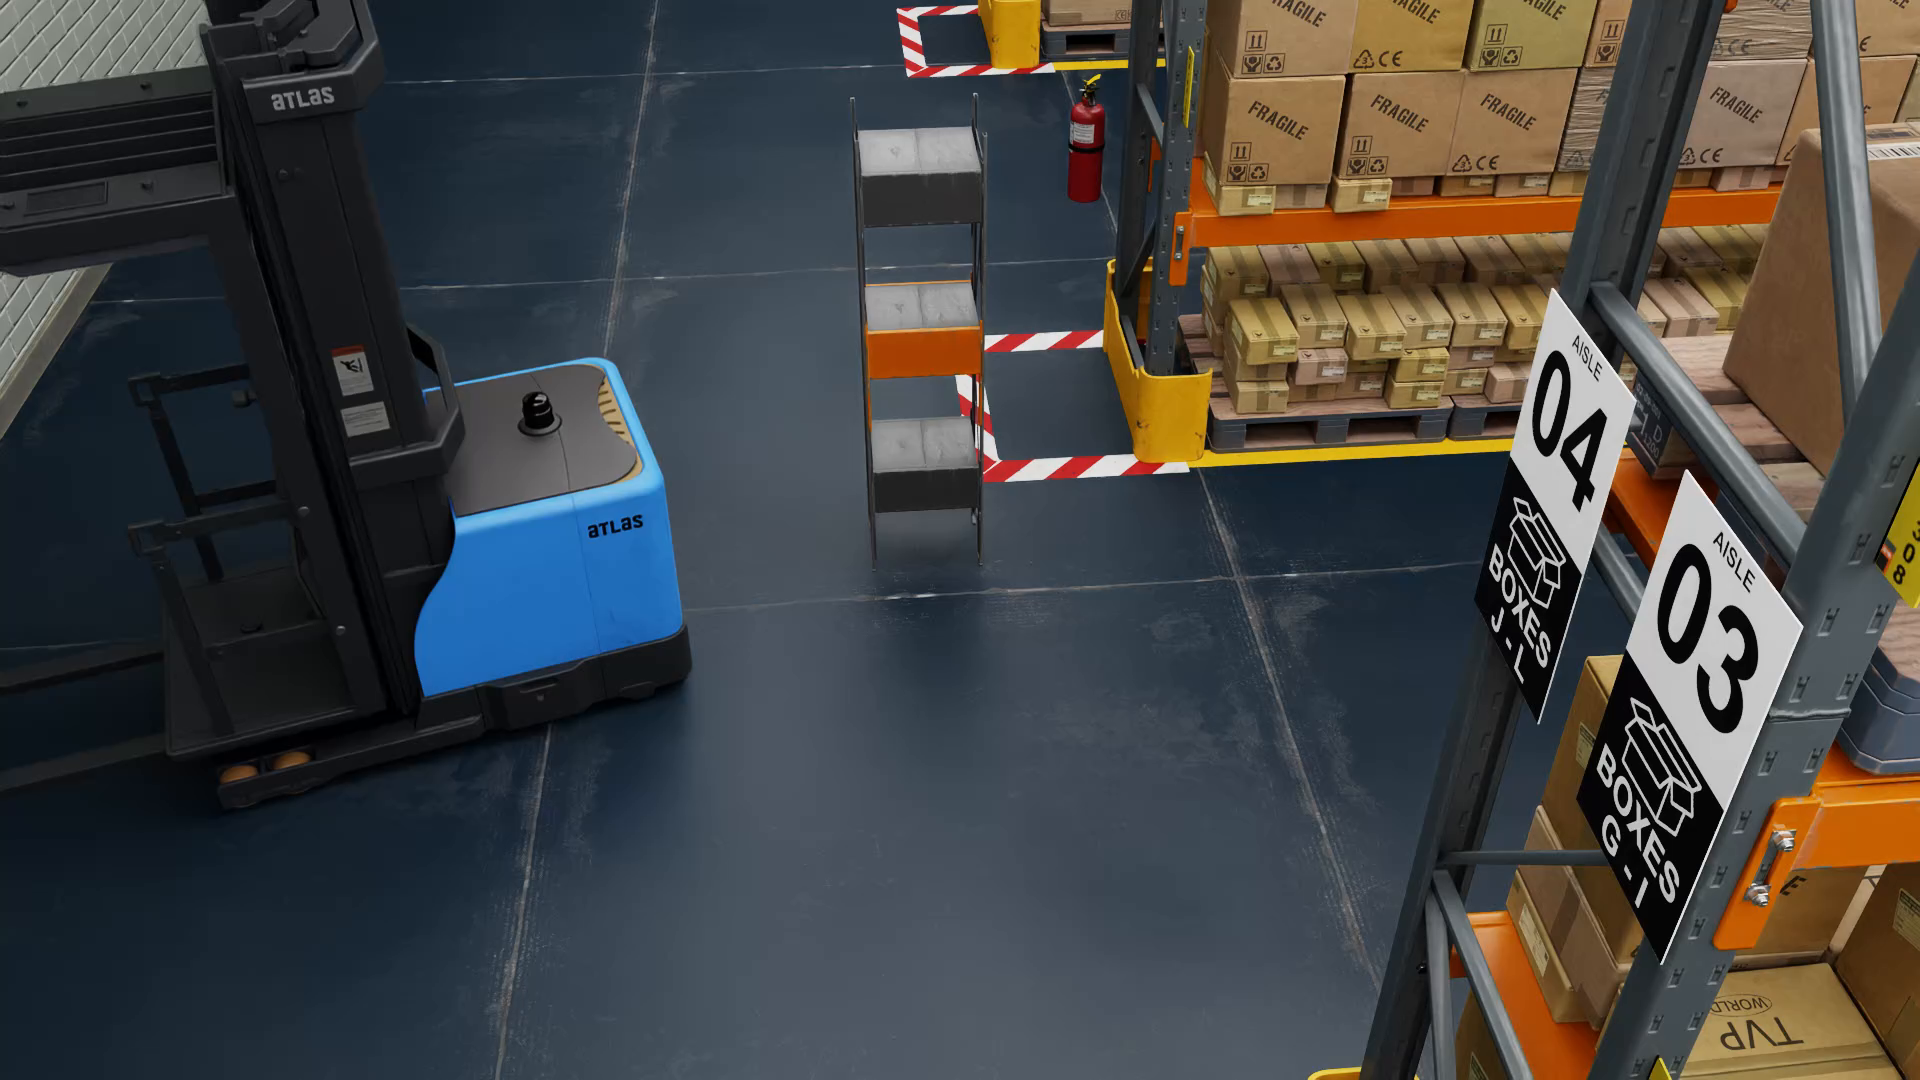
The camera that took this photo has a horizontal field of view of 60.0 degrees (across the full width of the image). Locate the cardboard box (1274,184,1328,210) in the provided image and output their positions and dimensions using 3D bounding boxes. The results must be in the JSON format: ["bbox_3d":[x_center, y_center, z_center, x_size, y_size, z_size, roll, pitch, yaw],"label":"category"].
[{"bbox_3d":[1.523,-1.676,7.655,0.250,0.149,0.380,-2,38,-2],"label":"cardboard box"}]

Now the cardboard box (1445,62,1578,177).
[{"bbox_3d":[2.413,-1.994,7.535,0.500,0.500,0.500,-3,38,-3],"label":"cardboard box"}]

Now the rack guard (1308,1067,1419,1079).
[{"bbox_3d":[1.236,2.129,4.648,0.348,0.500,1.175,-3,38,-4],"label":"rack guard"}]

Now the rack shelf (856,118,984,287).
[{"bbox_3d":[-0.165,-1.354,6.663,0.480,0.518,0.431,-3,38,-4],"label":"rack shelf"}]

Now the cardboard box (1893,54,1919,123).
[{"bbox_3d":[4.449,-2.094,7.662,0.500,0.500,0.500,-3,38,-4],"label":"cardboard box"}]

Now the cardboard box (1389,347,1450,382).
[{"bbox_3d":[2.245,-0.948,8.252,0.250,0.149,0.380,-2,38,-3],"label":"cardboard box"}]

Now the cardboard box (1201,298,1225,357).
[{"bbox_3d":[1.427,-1.123,8.714,0.250,0.149,0.380,-3,38,-3],"label":"cardboard box"}]

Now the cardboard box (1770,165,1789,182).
[{"bbox_3d":[3.860,-1.849,7.875,0.250,0.149,0.380,-4,38,-5],"label":"cardboard box"}]

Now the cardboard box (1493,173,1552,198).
[{"bbox_3d":[2.562,-1.752,7.752,0.250,0.149,0.380,-4,38,-5],"label":"cardboard box"}]

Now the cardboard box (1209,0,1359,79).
[{"bbox_3d":[1.392,-2.329,7.152,0.500,0.500,0.500,-3,38,-4],"label":"cardboard box"}]

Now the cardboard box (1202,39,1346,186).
[{"bbox_3d":[1.393,-1.930,7.453,0.500,0.500,0.500,-1,38,-2],"label":"cardboard box"}]

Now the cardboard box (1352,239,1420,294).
[{"bbox_3d":[2.192,-1.430,8.623,0.250,0.149,0.380,-5,39,-6],"label":"cardboard box"}]

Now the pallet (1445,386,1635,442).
[{"bbox_3d":[3.022,-0.917,8.741,1.213,0.211,1.003,-3,38,-4],"label":"pallet"}]

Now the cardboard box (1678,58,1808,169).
[{"bbox_3d":[3.436,-2.040,7.593,0.500,0.500,0.500,-3,38,-4],"label":"cardboard box"}]

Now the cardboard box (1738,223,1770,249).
[{"bbox_3d":[4.264,-1.549,8.773,0.250,0.149,0.380,-1,38,-2],"label":"cardboard box"}]

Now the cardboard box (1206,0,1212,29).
[{"bbox_3d":[1.355,-2.647,7.555,0.500,0.500,0.500,-4,38,-5],"label":"cardboard box"}]

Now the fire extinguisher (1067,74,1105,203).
[{"bbox_3d":[0.629,-2.014,8.244,0.183,0.674,0.296,-3,38,-4],"label":"fire extinguisher"}]

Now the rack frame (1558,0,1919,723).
[{"bbox_3d":[1.260,-1.209,2.017,0.127,3.000,1.000,-3,38,-4],"label":"rack frame"}]

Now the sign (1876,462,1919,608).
[{"bbox_3d":[1.303,-0.063,2.217,0.005,0.325,0.100,-3,38,-4],"label":"sign"}]

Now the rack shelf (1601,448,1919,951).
[{"bbox_3d":[3.252,0.141,3.308,4.000,0.370,1.077,-3,38,-4],"label":"rack shelf"}]

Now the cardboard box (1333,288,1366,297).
[{"bbox_3d":[1.939,-1.317,8.719,0.250,0.149,0.380,-5,39,-6],"label":"cardboard box"}]

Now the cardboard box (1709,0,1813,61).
[{"bbox_3d":[3.436,-2.444,7.298,0.500,0.500,0.500,-2,38,-3],"label":"cardboard box"}]

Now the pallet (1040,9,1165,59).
[{"bbox_3d":[1.172,-3.965,12.605,1.213,0.211,1.003,-3,38,-4],"label":"pallet"}]

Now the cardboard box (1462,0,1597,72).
[{"bbox_3d":[2.414,-2.375,7.211,0.500,0.500,0.500,-4,38,-5],"label":"cardboard box"}]

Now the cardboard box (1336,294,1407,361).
[{"bbox_3d":[1.999,-1.042,8.131,0.250,0.149,0.380,-3,38,-4],"label":"cardboard box"}]

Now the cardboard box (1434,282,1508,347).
[{"bbox_3d":[2.516,-1.116,8.225,0.250,0.149,0.380,-2,38,-2],"label":"cardboard box"}]

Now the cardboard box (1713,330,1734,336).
[{"bbox_3d":[3.828,-1.087,8.428,0.250,0.149,0.380,-3,38,-4],"label":"cardboard box"}]

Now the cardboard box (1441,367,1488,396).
[{"bbox_3d":[2.482,-0.898,8.429,0.250,0.149,0.380,-3,38,-4],"label":"cardboard box"}]

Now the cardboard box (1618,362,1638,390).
[{"bbox_3d":[3.248,-0.923,8.461,0.250,0.149,0.380,-2,38,-3],"label":"cardboard box"}]

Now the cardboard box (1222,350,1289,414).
[{"bbox_3d":[1.471,-0.796,8.300,0.250,0.149,0.380,-2,38,-3],"label":"cardboard box"}]

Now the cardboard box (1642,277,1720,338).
[{"bbox_3d":[3.549,-1.144,8.260,0.250,0.149,0.380,-5,39,-6],"label":"cardboard box"}]

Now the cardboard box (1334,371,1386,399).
[{"bbox_3d":[1.972,-0.879,8.405,0.250,0.149,0.380,-3,38,-3],"label":"cardboard box"}]

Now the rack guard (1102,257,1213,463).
[{"bbox_3d":[0.997,-0.942,8.541,0.348,0.500,1.175,-3,38,-4],"label":"rack guard"}]

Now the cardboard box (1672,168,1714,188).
[{"bbox_3d":[3.338,-1.808,7.822,0.250,0.149,0.380,-4,38,-5],"label":"cardboard box"}]

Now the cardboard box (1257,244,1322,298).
[{"bbox_3d":[1.681,-1.362,8.537,0.250,0.149,0.380,-2,38,-3],"label":"cardboard box"}]

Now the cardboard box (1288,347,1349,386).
[{"bbox_3d":[1.744,-0.932,8.233,0.250,0.149,0.380,-3,38,-4],"label":"cardboard box"}]

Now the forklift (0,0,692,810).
[{"bbox_3d":[-2.692,-0.487,6.002,3.031,2.935,1.130,-14,40,-17],"label":"forklift"}]

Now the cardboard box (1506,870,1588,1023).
[{"bbox_3d":[1.585,1.022,4.236,0.250,0.149,0.380,-2,38,-3],"label":"cardboard box"}]

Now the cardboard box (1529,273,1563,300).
[{"bbox_3d":[3.024,-1.175,8.300,0.250,0.149,0.380,-3,38,-4],"label":"cardboard box"}]

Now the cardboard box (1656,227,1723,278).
[{"bbox_3d":[3.759,-1.476,8.681,0.250,0.149,0.380,-4,38,-5],"label":"cardboard box"}]

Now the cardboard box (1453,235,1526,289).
[{"bbox_3d":[2.727,-1.425,8.617,0.250,0.149,0.380,-4,38,-6],"label":"cardboard box"}]

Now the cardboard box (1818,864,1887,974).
[{"bbox_3d":[2.224,0.871,4.106,0.500,0.250,0.500,-4,38,-5],"label":"cardboard box"}]

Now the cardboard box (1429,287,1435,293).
[{"bbox_3d":[2.454,-1.353,8.765,0.250,0.149,0.380,-3,38,-3],"label":"cardboard box"}]

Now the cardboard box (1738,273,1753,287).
[{"bbox_3d":[4.076,-1.181,8.308,0.250,0.149,0.380,-3,38,-4],"label":"cardboard box"}]

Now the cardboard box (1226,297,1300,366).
[{"bbox_3d":[1.473,-1.018,8.101,0.250,0.149,0.380,-5,39,-6],"label":"cardboard box"}]

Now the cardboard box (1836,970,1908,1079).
[{"bbox_3d":[2.279,1.196,3.693,0.500,0.250,0.500,-4,38,-5],"label":"cardboard box"}]

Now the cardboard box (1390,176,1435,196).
[{"bbox_3d":[2.042,-1.756,7.757,0.250,0.149,0.380,-1,38,-2],"label":"cardboard box"}]

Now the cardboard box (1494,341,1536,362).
[{"bbox_3d":[2.767,-1.061,8.396,0.250,0.149,0.380,-1,38,-2],"label":"cardboard box"}]

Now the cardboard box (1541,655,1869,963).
[{"bbox_3d":[1.722,0.605,3.837,0.500,0.500,0.500,-3,38,-3],"label":"cardboard box"}]

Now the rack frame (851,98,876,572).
[{"bbox_3d":[-0.408,-0.802,7.071,0.015,2.100,0.400,-3,38,-4],"label":"rack frame"}]

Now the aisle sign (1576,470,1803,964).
[{"bbox_3d":[1.215,0.315,2.831,0.004,0.787,0.394,-3,38,-4],"label":"aisle sign"}]

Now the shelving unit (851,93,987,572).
[{"bbox_3d":[-0.165,-0.815,7.088,0.503,2.100,0.431,-3,38,-4],"label":"shelving unit"}]

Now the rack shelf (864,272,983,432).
[{"bbox_3d":[-0.165,-0.805,7.097,0.480,0.518,0.431,-3,38,-4],"label":"rack shelf"}]

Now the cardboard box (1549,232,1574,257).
[{"bbox_3d":[3.234,-1.446,8.644,0.250,0.149,0.380,-5,39,-6],"label":"cardboard box"}]

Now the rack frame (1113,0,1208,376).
[{"bbox_3d":[0.921,-1.919,7.761,0.127,3.000,1.000,-3,38,-4],"label":"rack frame"}]
